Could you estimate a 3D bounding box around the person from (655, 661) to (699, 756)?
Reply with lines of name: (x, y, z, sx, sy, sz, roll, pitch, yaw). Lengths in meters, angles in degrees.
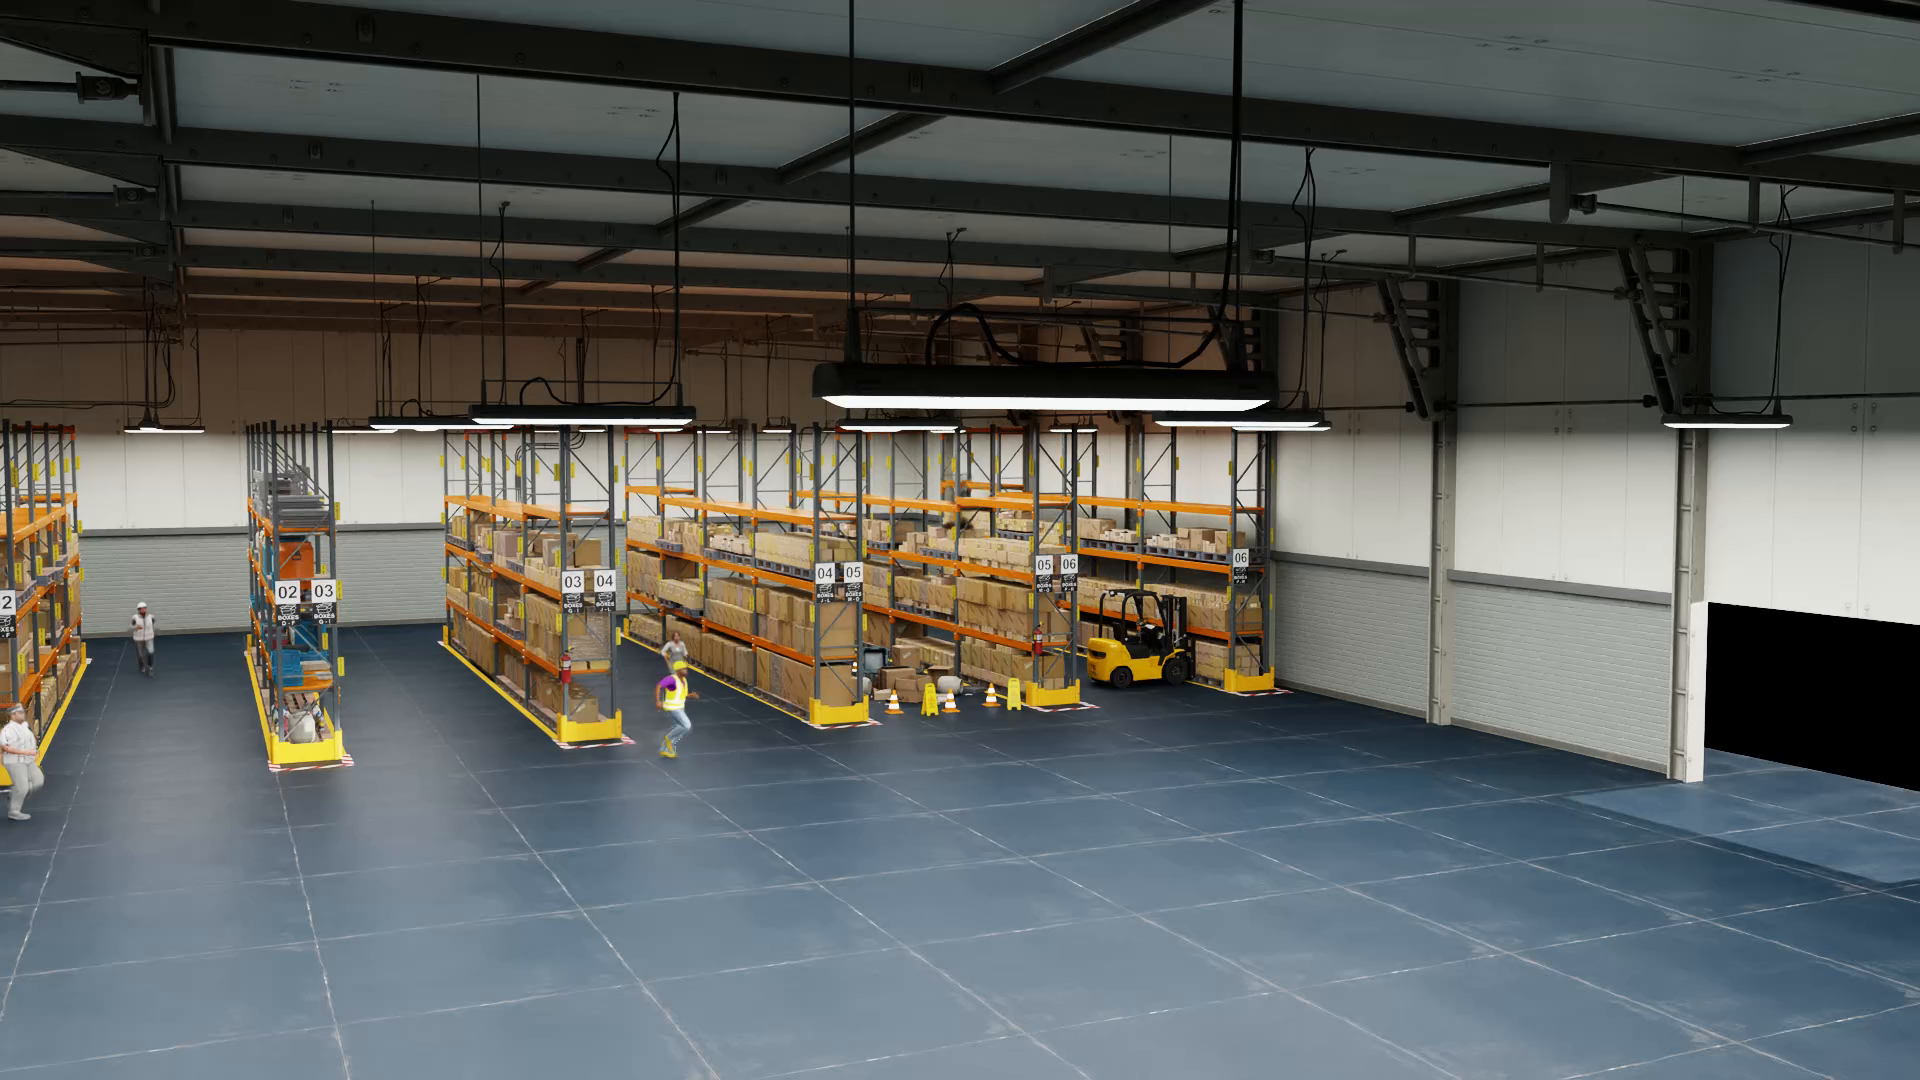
person: (-5.017, 3.007, 29.580, 0.704, 1.707, 0.748, 1, 4, 16)

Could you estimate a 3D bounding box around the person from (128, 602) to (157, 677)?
person: (-19.456, 2.378, 39.599, 0.638, 1.804, 0.789, -2, 4, -30)

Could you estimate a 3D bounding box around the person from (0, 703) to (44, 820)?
person: (-14.023, 3.300, 24.870, 0.593, 1.743, 0.658, 0, 4, 3)

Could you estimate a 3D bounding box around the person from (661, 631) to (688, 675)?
person: (-6.006, 2.735, 35.231, 0.507, 1.638, 0.697, -3, 4, -37)

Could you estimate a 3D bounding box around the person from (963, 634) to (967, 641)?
person: (0.274, 2.169, 43.340, 0.615, 1.705, 0.918, -2, 4, -31)
